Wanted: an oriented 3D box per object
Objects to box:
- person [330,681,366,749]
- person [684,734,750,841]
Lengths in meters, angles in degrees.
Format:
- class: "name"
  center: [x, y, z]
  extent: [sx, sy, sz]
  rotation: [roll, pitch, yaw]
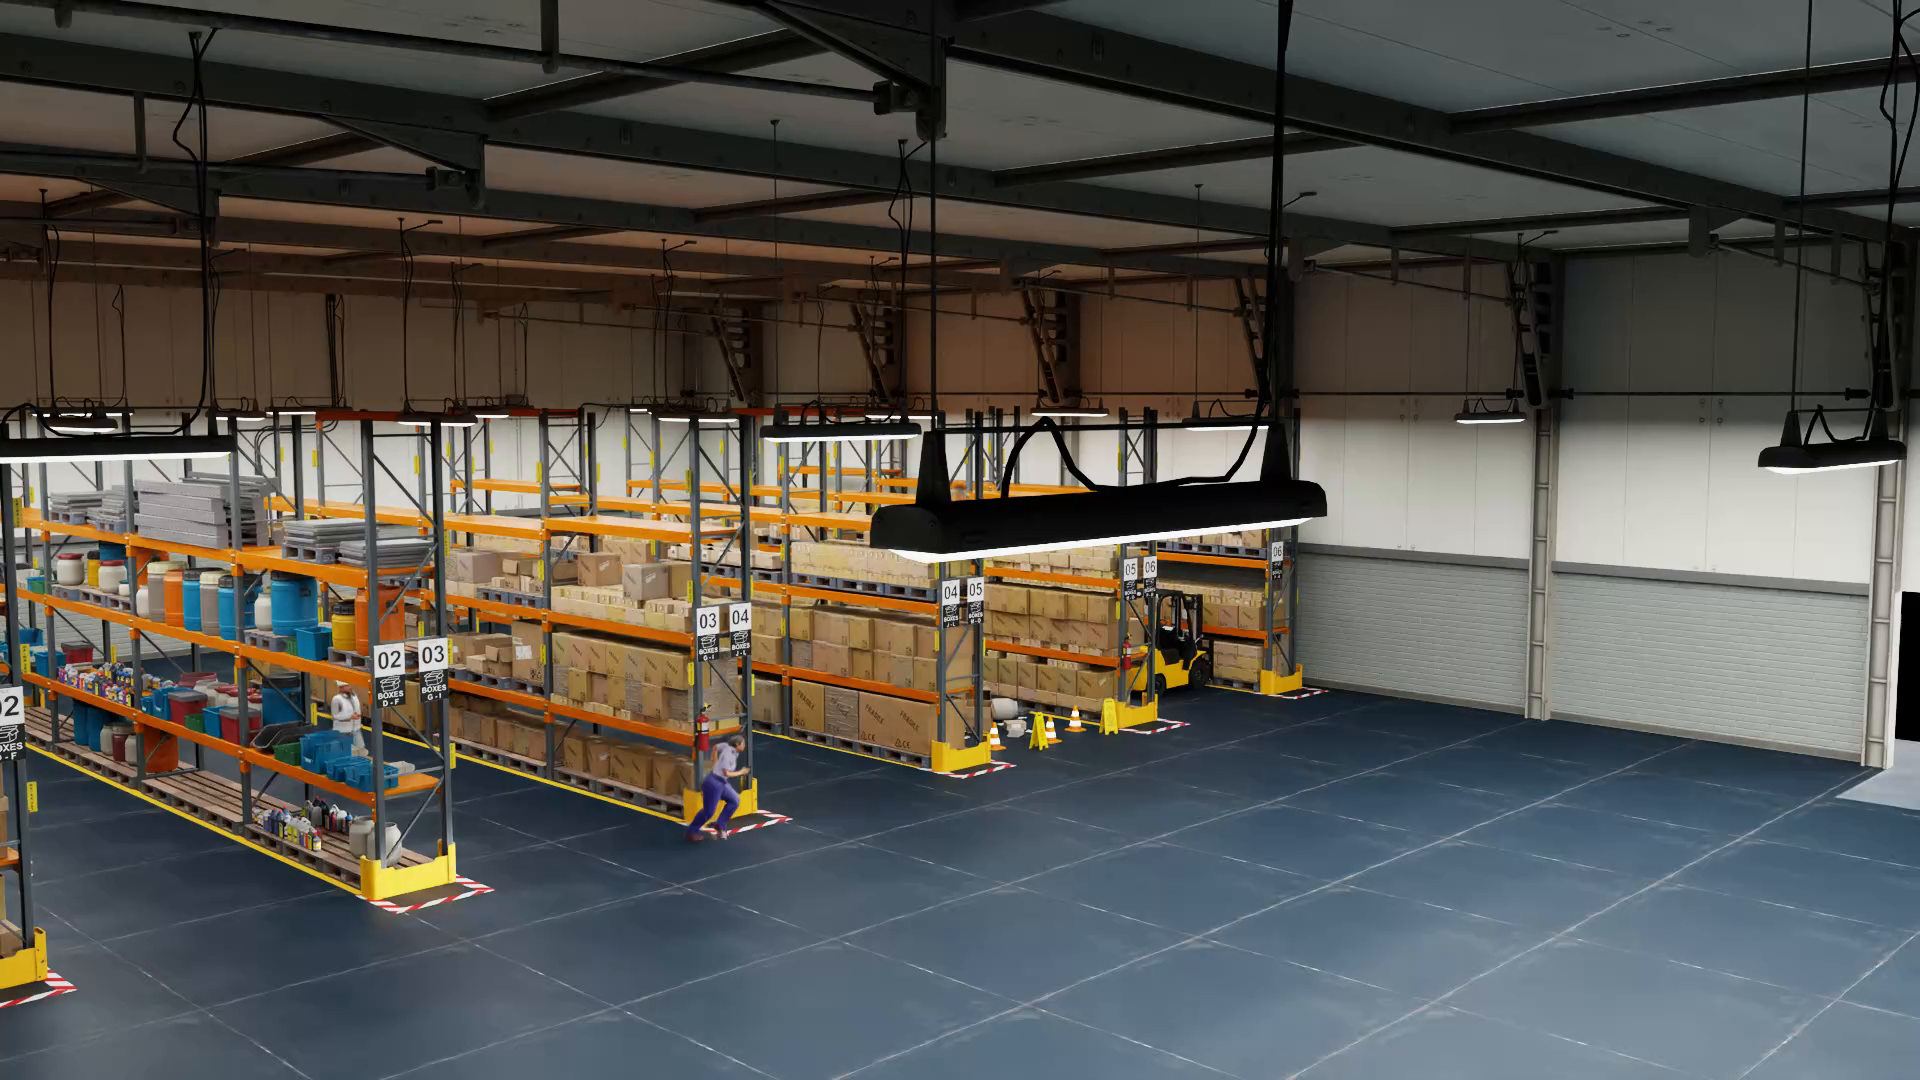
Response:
- class: "person"
  center: [-9.857, 3.085, 26.739]
  extent: [0.833, 1.825, 0.598]
  rotation: [4, 6, 39]
- class: "person"
  center: [-3.433, 3.516, 23.508]
  extent: [0.940, 1.532, 0.642]
  rotation: [-1, 5, -6]
